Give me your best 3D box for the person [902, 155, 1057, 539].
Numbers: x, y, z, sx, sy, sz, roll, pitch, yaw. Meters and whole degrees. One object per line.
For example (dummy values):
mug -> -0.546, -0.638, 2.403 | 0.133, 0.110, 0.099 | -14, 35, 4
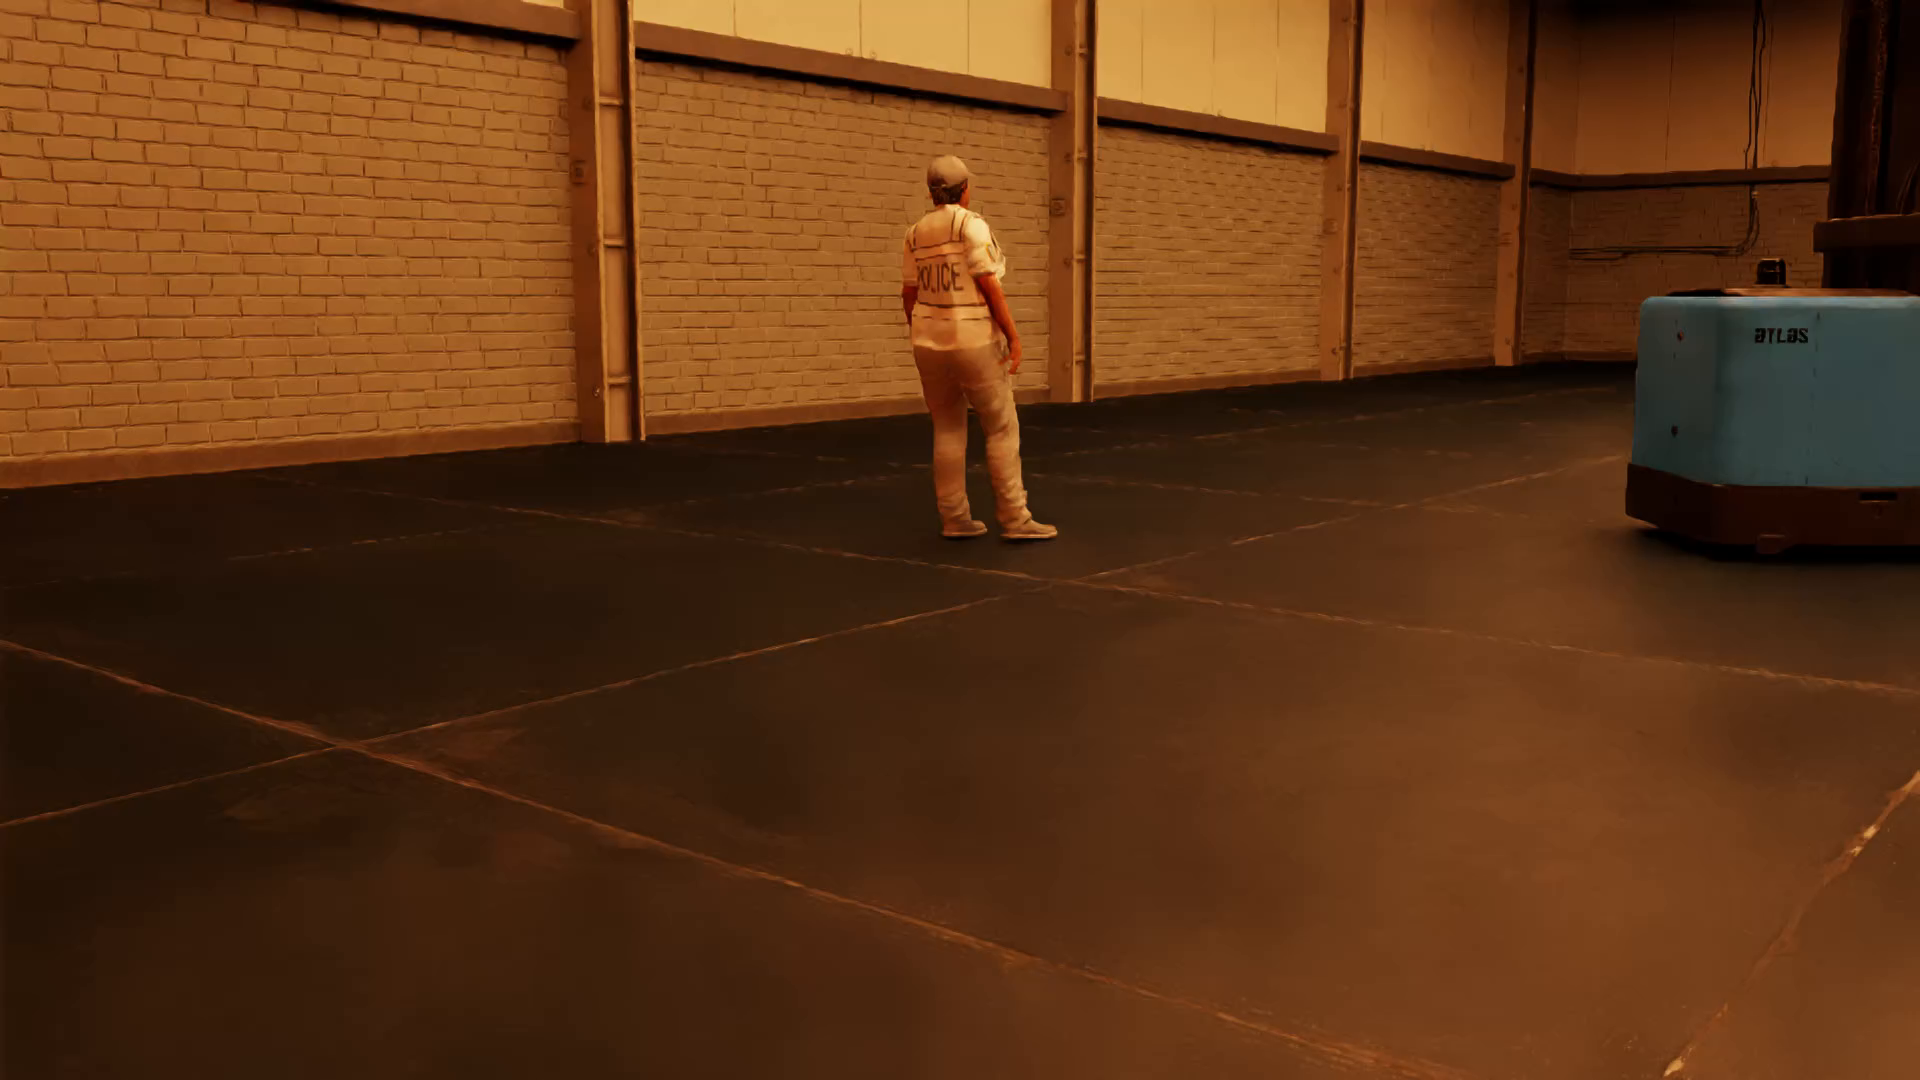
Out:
person -> 0.066, -0.838, 7.328 | 0.598, 1.669, 0.529 | 7, 11, 38

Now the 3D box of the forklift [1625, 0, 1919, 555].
forklift -> 4.591, -1.429, 7.050 | 3.031, 2.935, 1.130 | 0, 8, 2
